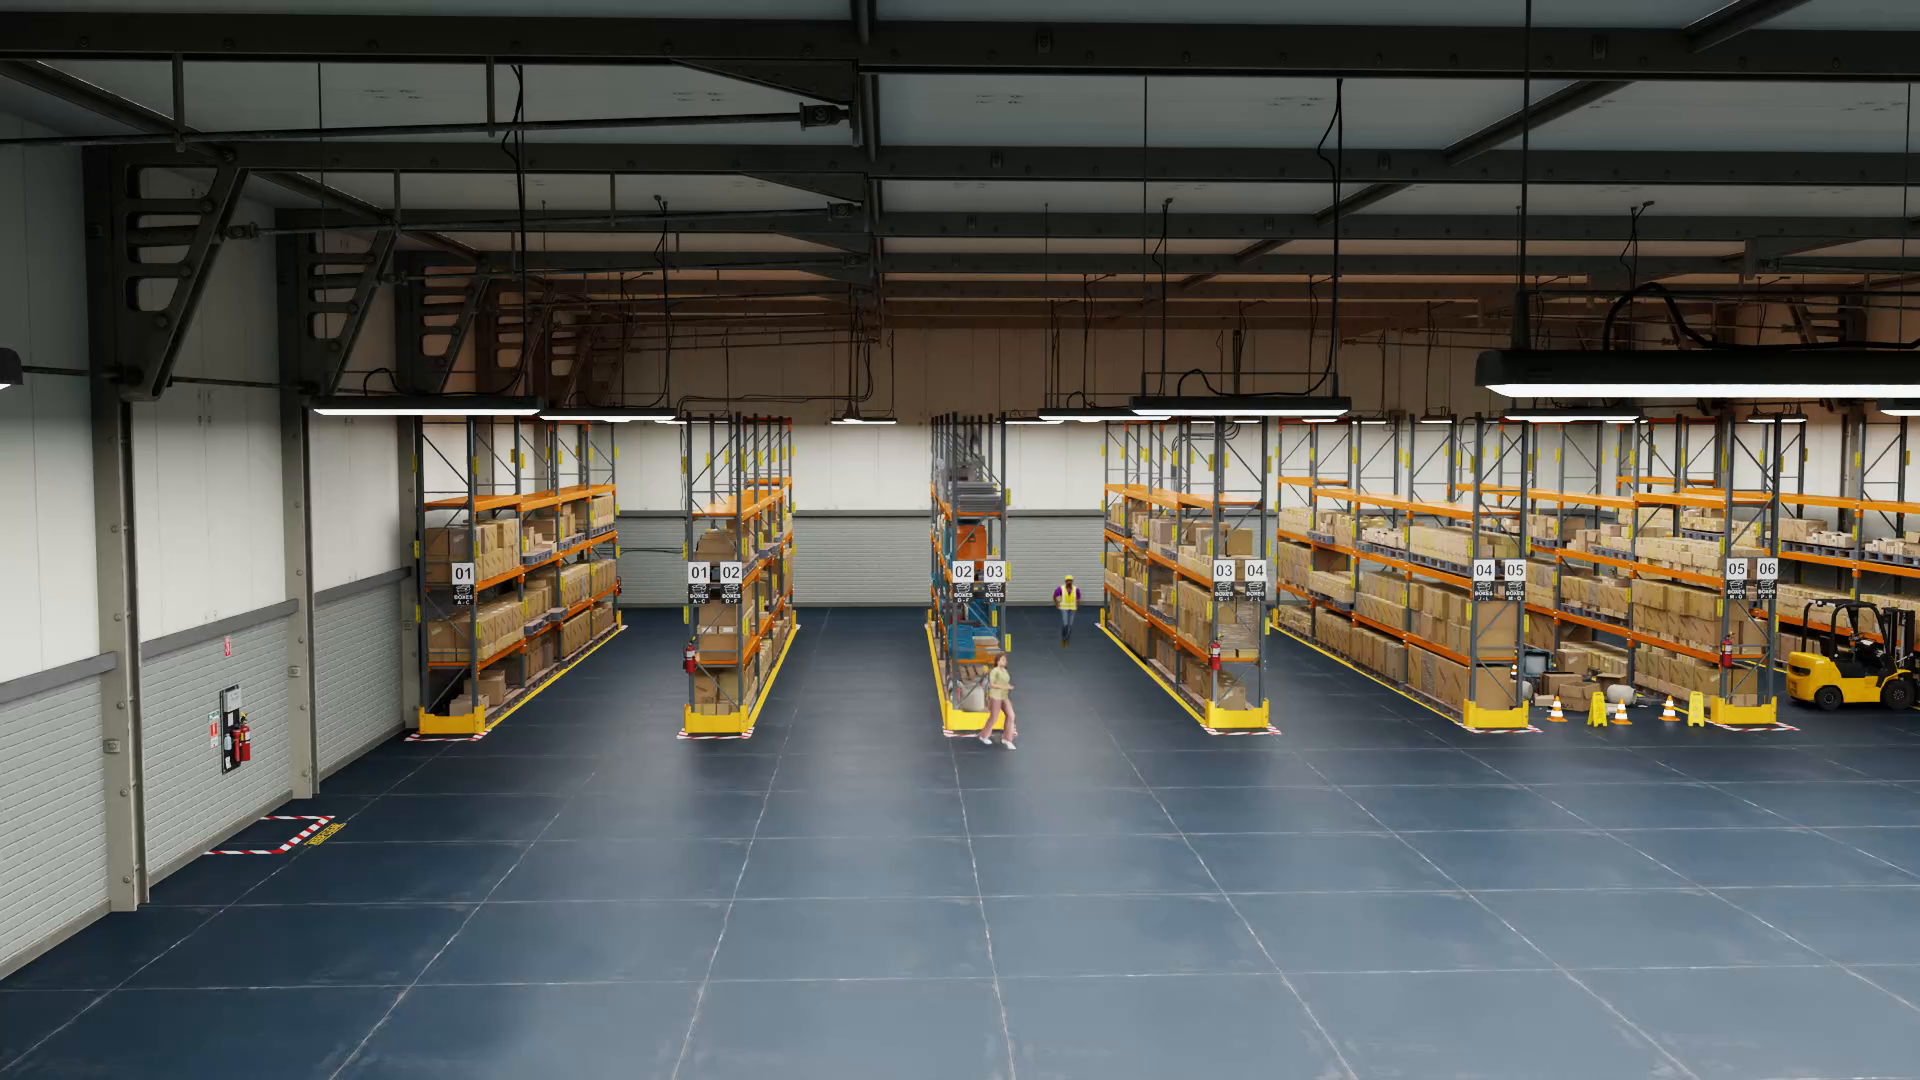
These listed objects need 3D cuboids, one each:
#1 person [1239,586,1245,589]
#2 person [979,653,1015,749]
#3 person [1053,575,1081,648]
[{"bbox_3d":[8.353,1.575,48.468,0.911,1.644,0.660,-2,4,-26],"label":"person"},{"bbox_3d":[0.678,2.877,29.712,0.732,1.736,0.589,3,5,37],"label":"person"},{"bbox_3d":[2.687,1.774,41.249,0.674,1.813,0.664,-1,4,-10],"label":"person"}]
